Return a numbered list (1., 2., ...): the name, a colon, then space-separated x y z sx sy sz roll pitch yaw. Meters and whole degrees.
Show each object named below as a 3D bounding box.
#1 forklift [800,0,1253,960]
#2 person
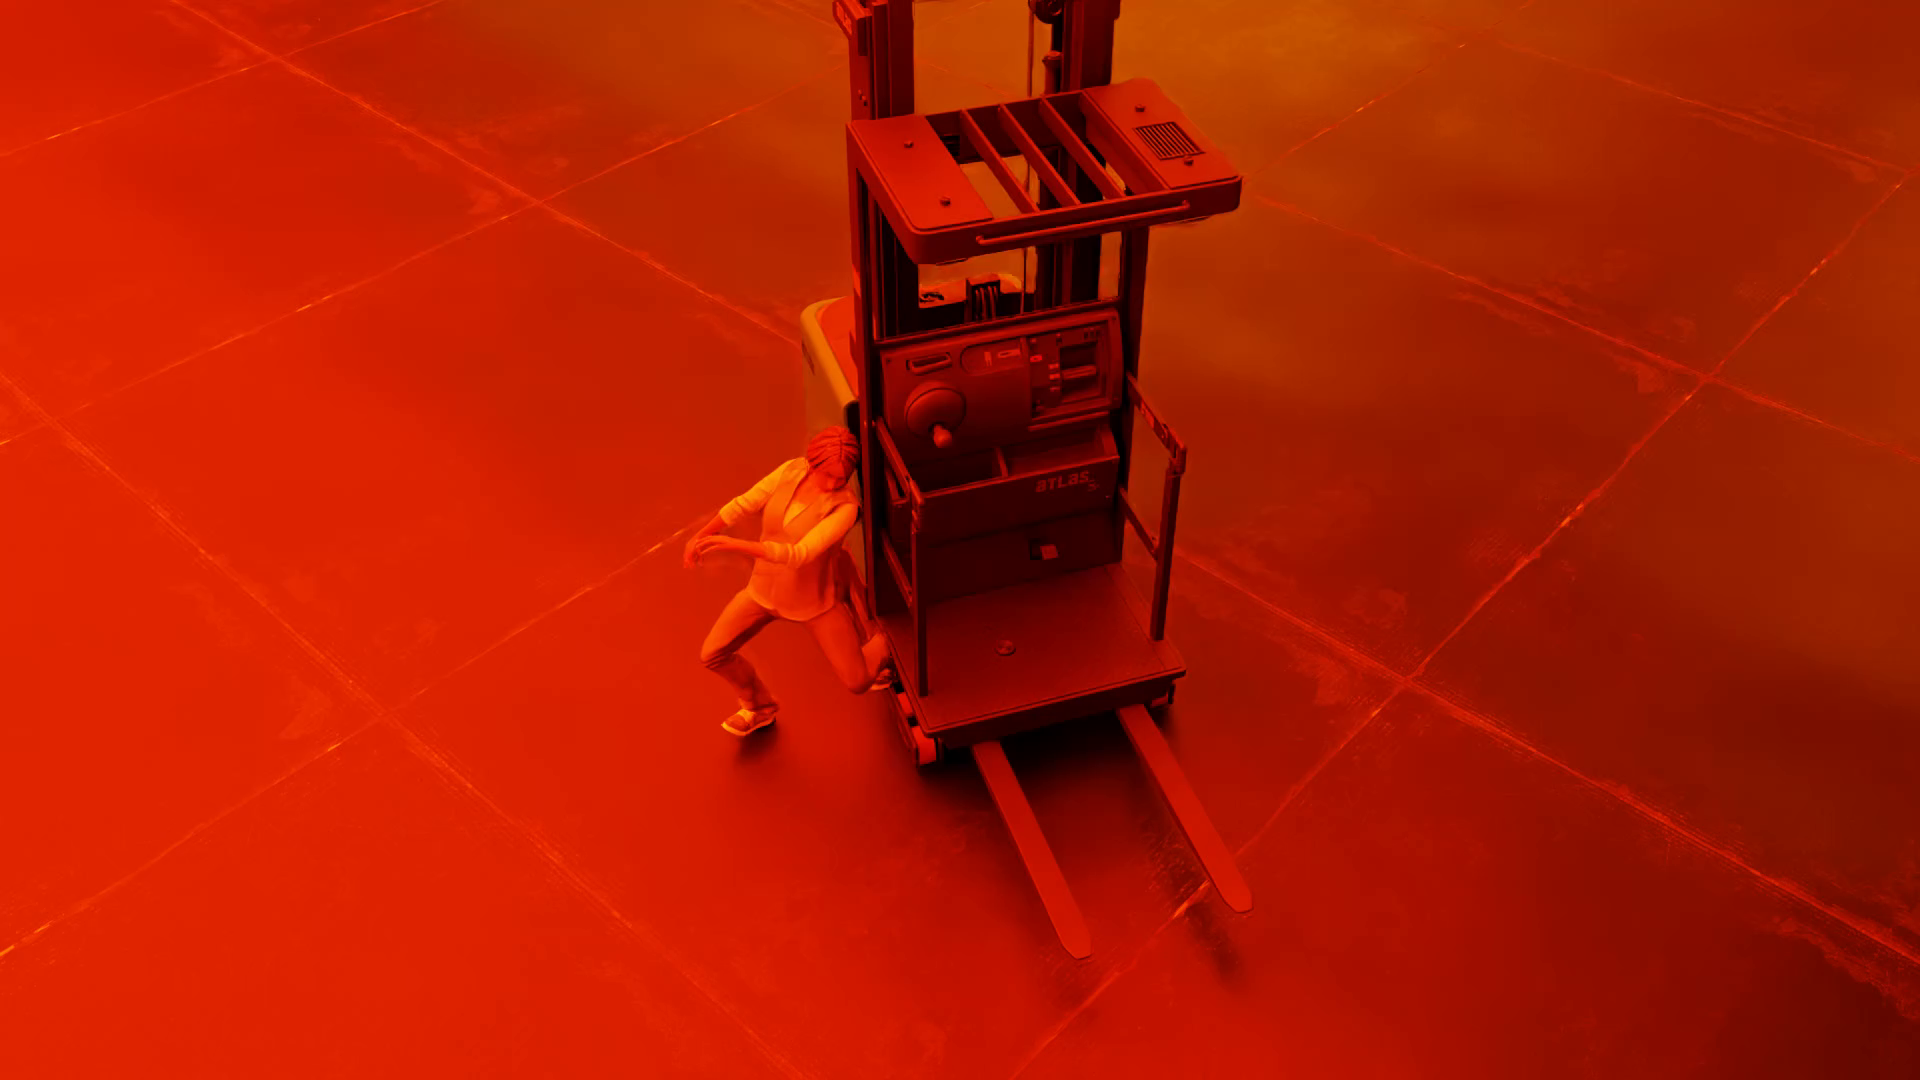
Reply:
1. forklift: 0.234 -0.515 6.029 1.130 2.935 3.031 -12 42 -14
2. person: -0.680 0.197 6.372 0.793 1.406 0.762 17 43 19
